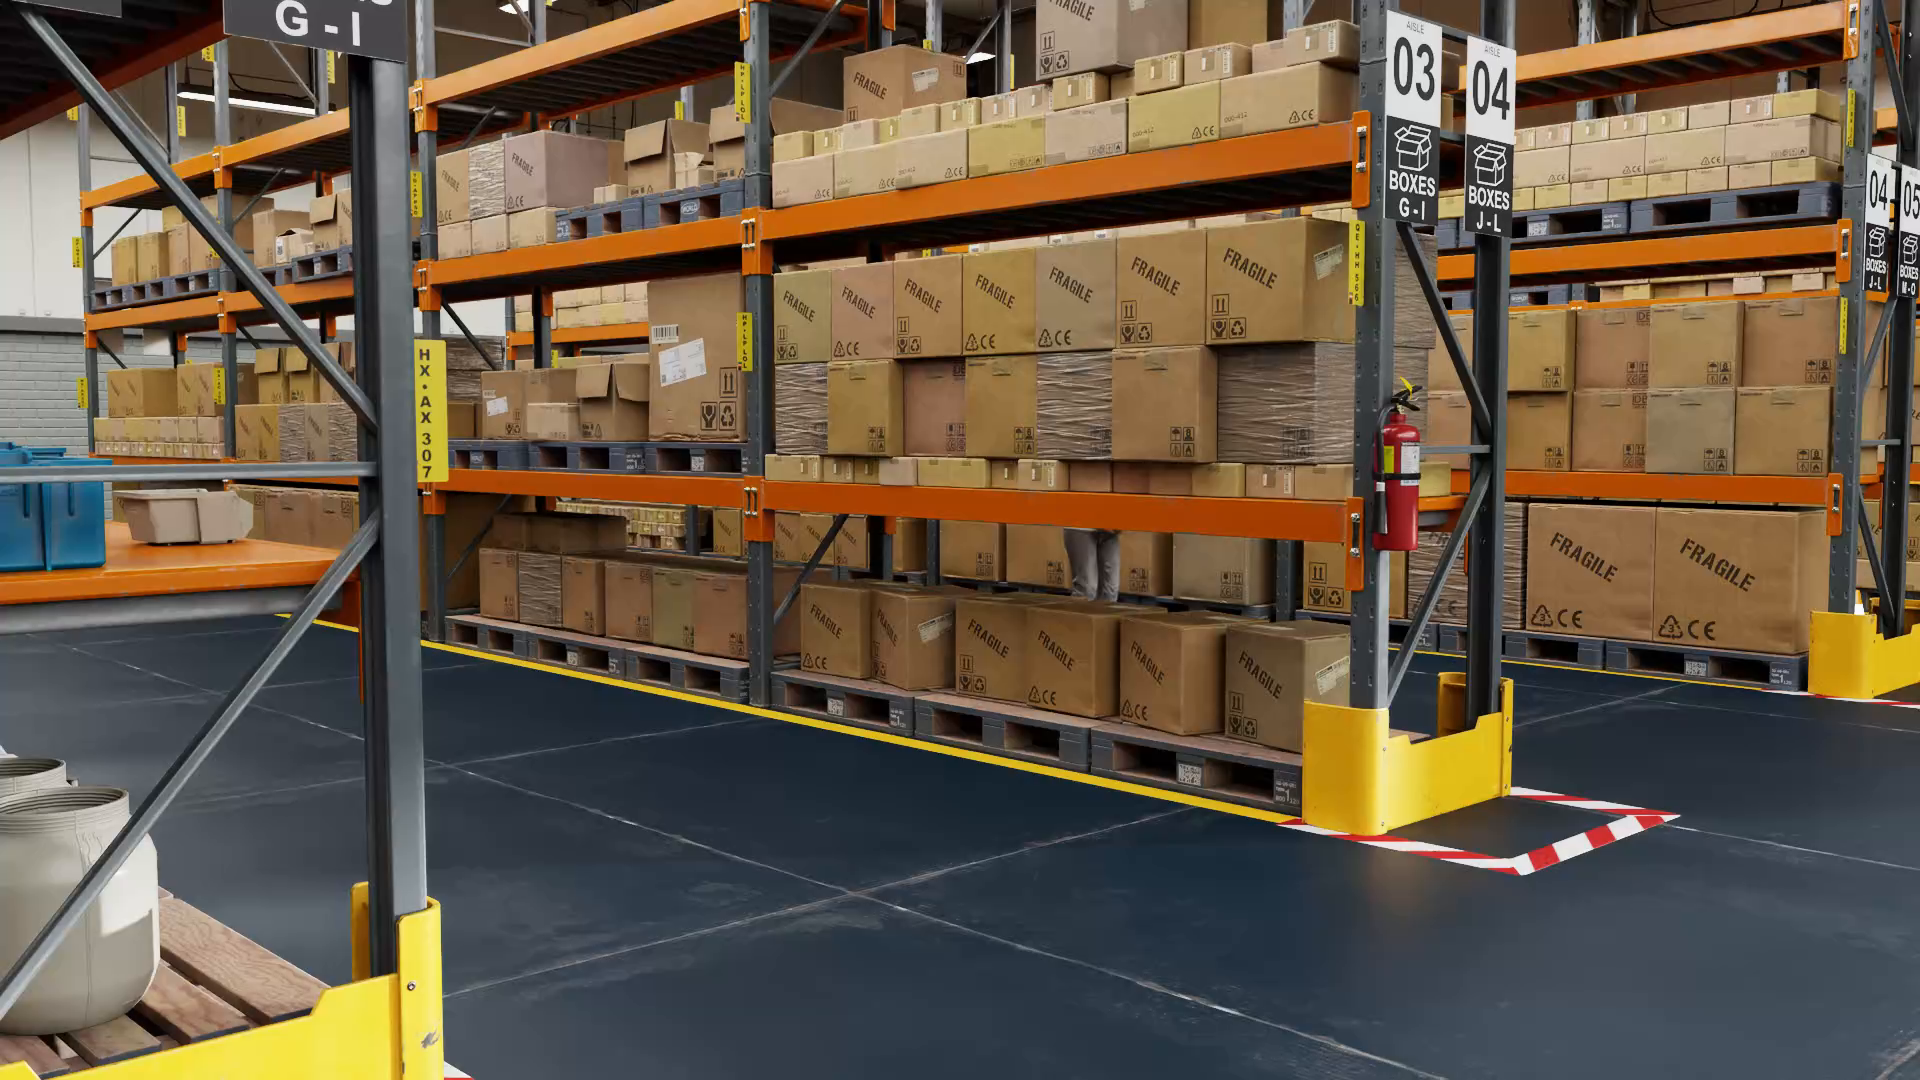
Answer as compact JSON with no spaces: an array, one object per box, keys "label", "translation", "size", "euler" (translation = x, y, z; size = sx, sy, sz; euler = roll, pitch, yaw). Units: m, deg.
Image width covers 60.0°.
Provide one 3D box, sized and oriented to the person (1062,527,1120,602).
[{"label":"person","translation":[0.989,-0.057,11.483],"size":[0.494,1.762,0.564],"euler":[-4,5,-43]}]
